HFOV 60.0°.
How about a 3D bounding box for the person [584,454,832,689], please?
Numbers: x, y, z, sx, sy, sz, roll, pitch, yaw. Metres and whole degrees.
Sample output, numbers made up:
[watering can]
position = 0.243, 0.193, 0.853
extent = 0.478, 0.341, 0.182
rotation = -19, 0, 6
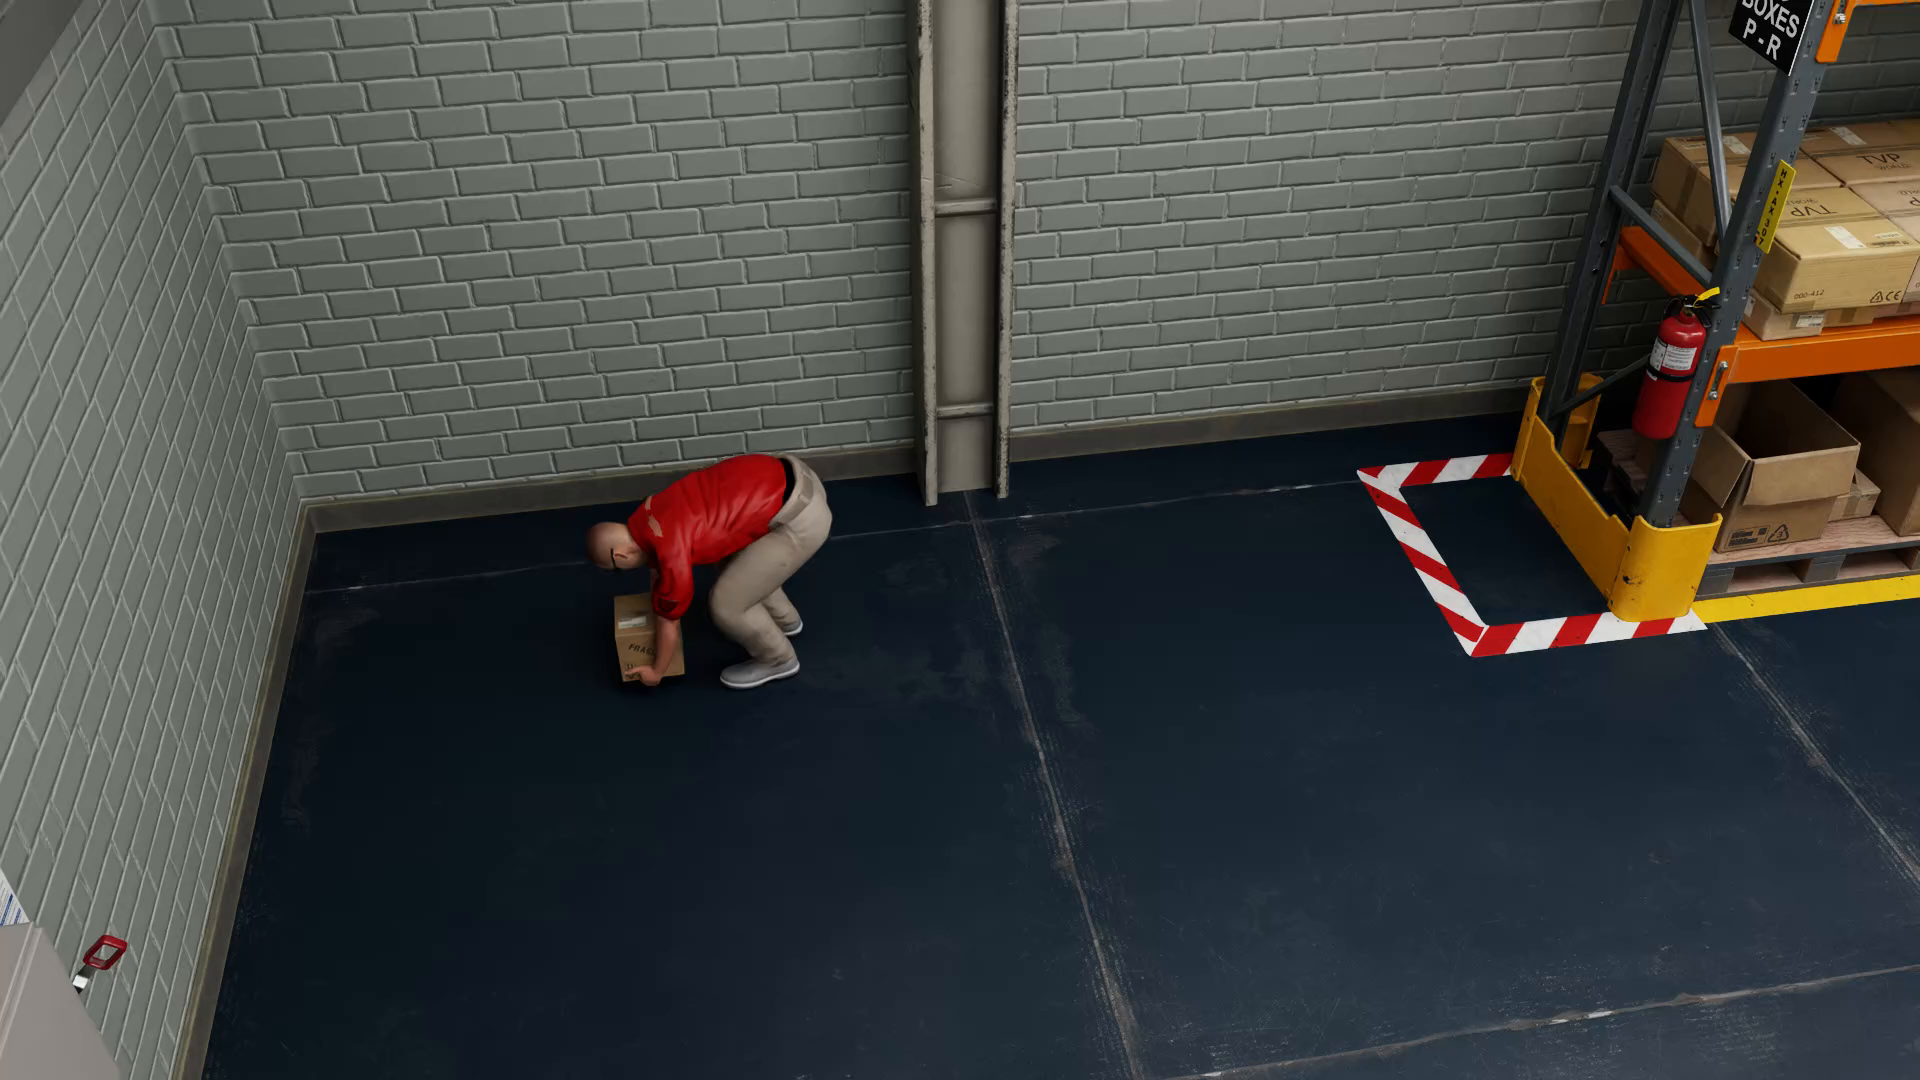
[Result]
[person]
position = -0.980, 0.134, 6.625
extent = 0.956, 0.949, 0.521
rotation = -8, 39, -10
